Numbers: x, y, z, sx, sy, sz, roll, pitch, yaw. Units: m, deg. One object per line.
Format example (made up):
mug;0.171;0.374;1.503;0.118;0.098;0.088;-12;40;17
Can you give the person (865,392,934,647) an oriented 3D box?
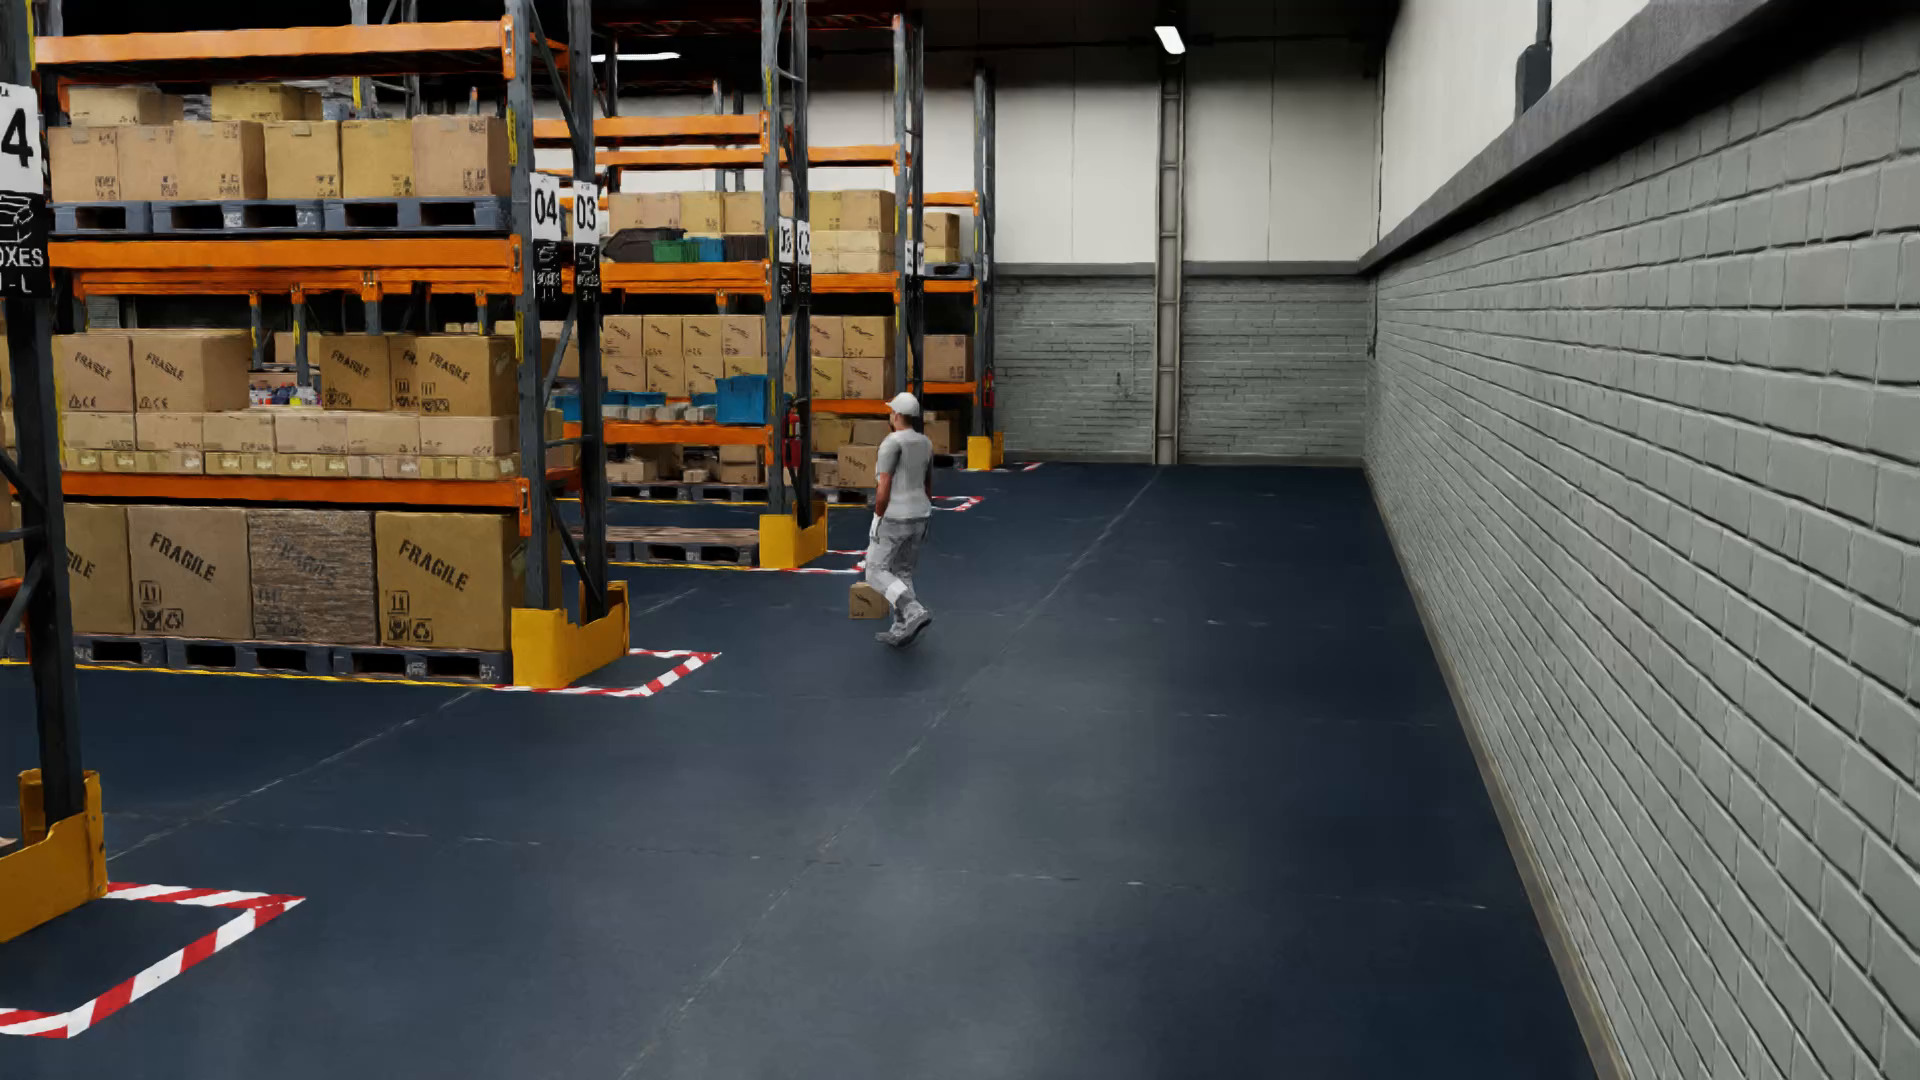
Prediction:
person;-0.367;-0.133;11.555;0.607;1.785;0.576;6;10;38
